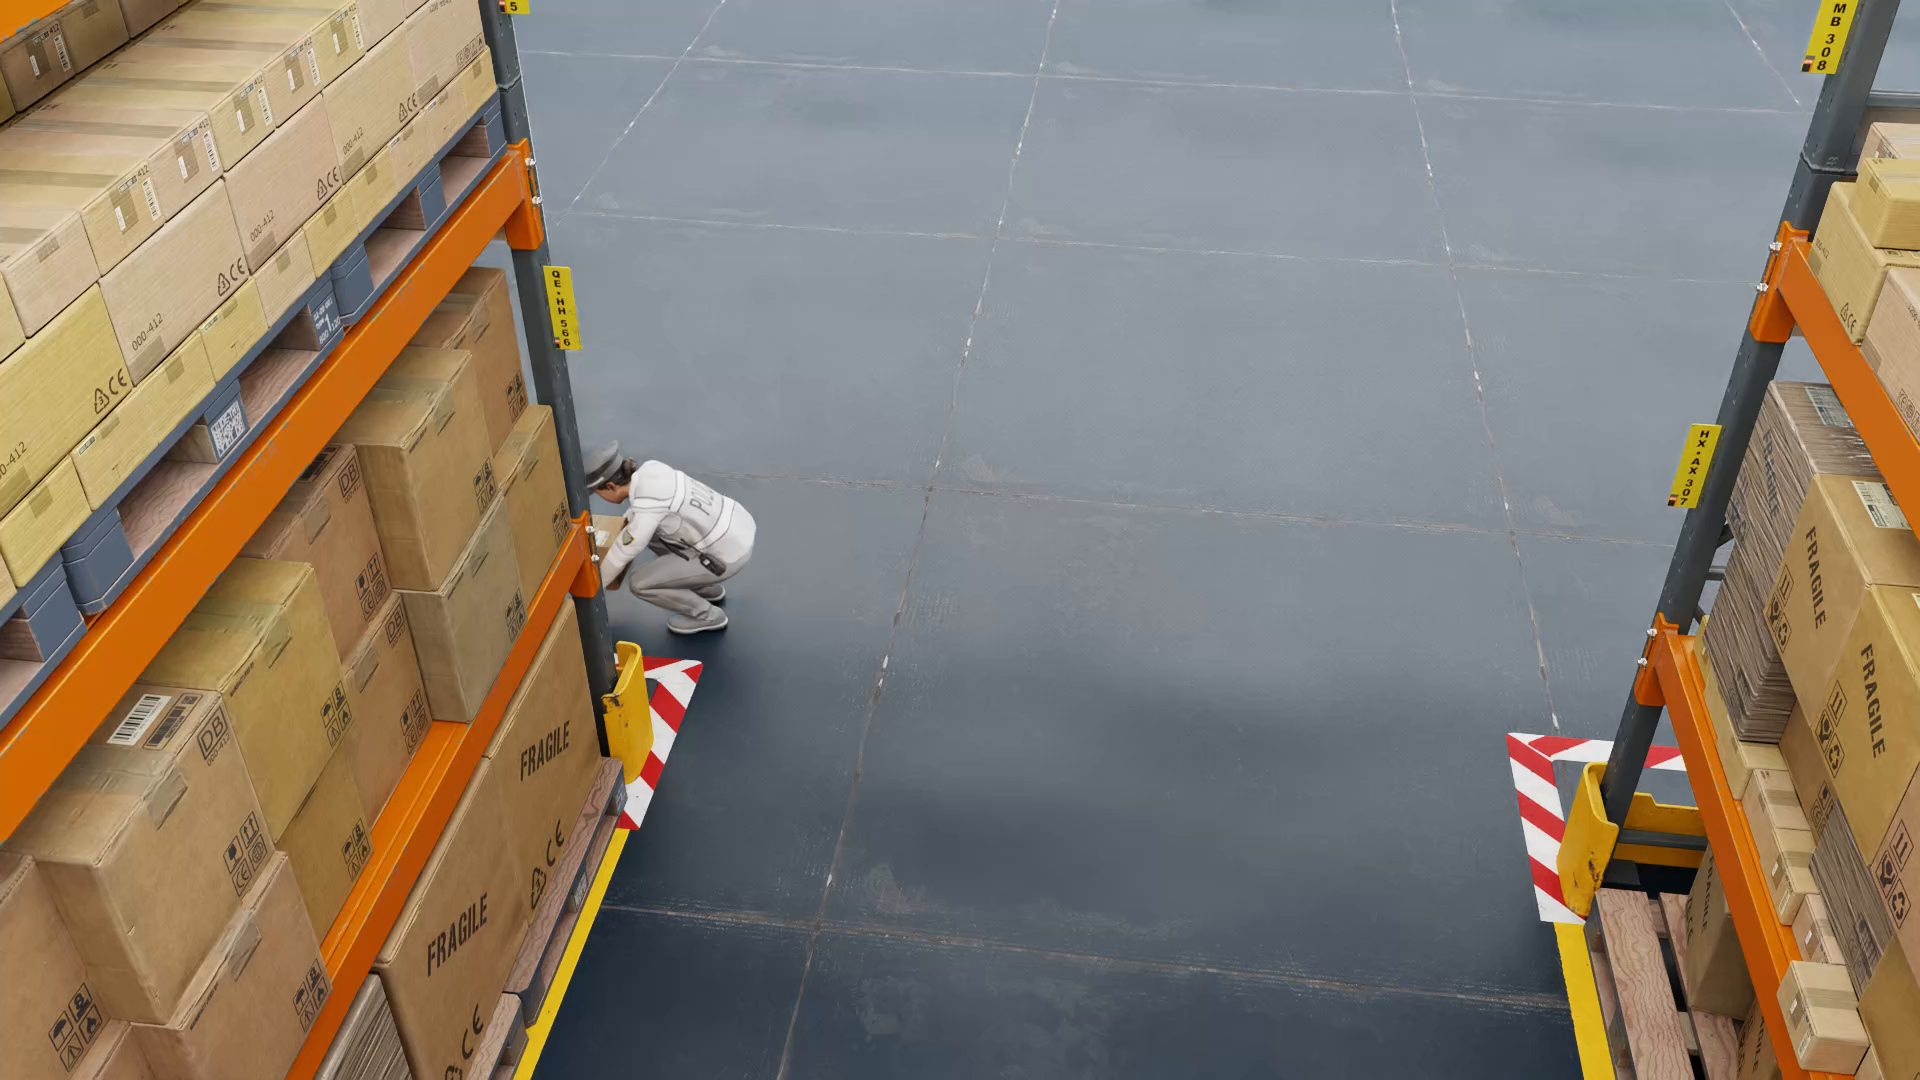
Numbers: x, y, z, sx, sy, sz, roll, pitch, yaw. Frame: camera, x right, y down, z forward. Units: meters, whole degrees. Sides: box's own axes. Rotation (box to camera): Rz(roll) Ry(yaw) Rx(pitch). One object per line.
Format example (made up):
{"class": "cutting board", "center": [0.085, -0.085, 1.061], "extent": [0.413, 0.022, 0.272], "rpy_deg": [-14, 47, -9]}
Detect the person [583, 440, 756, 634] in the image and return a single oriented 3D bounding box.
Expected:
{"class": "person", "center": [-1.371, -0.046, 7.705], "extent": [0.833, 0.960, 0.503], "rpy_deg": [2, 36, 3]}
